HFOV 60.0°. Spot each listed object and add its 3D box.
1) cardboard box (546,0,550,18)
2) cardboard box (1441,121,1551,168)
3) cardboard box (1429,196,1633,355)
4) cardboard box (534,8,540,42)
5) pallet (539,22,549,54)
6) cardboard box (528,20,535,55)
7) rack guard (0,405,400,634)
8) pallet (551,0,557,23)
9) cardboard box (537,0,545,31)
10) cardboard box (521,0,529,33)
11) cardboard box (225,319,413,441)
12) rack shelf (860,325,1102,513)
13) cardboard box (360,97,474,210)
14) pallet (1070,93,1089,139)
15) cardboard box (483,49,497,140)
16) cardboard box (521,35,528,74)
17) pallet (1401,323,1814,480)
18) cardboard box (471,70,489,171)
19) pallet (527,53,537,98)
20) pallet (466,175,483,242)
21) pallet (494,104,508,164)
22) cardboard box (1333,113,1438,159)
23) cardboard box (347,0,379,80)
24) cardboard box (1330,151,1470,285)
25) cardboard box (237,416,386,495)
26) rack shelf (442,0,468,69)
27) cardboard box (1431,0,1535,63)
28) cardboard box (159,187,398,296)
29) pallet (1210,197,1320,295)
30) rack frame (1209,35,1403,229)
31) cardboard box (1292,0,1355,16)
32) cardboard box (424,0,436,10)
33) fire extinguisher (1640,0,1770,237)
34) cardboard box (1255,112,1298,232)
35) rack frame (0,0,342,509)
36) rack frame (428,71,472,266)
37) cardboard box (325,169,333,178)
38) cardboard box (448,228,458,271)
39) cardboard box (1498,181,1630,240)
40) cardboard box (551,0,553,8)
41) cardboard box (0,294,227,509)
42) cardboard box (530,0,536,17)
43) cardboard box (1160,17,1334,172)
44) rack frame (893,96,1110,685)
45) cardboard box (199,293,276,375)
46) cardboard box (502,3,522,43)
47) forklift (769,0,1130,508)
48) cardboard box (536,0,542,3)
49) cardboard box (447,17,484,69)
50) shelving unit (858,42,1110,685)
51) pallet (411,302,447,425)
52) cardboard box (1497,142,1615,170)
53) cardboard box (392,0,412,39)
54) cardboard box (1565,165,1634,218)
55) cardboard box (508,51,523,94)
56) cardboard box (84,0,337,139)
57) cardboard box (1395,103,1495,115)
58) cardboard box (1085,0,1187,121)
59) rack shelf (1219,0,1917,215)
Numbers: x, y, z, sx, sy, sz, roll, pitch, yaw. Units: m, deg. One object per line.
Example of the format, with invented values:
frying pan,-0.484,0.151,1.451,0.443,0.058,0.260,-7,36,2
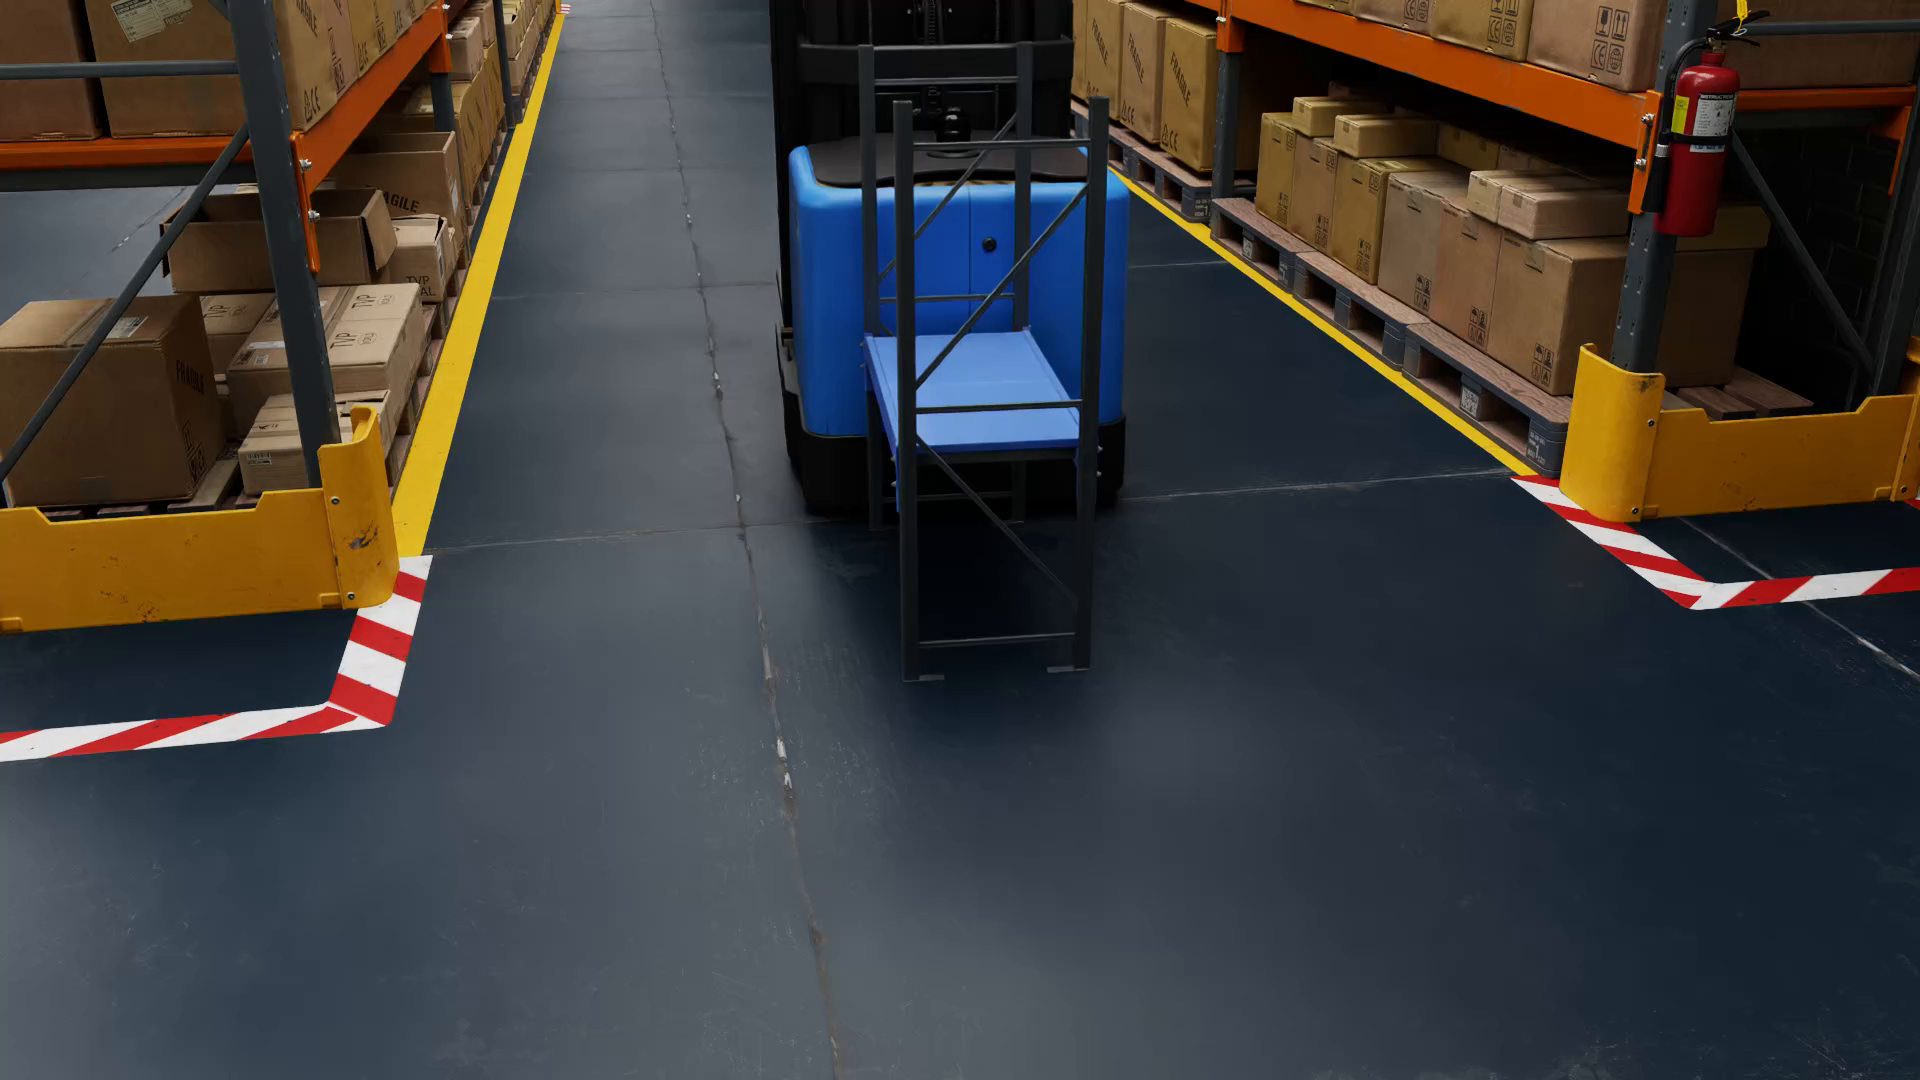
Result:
cardboard box,-4.429,-5.429,16.843,0.500,0.250,0.500,-4,24,-10
cardboard box,2.330,-1.722,7.232,0.380,0.149,0.250,-5,24,-11
cardboard box,2.300,-1.057,6.522,0.700,0.500,0.500,-4,24,-10
cardboard box,-4.105,-4.688,15.148,0.500,0.250,0.500,-5,24,-10
pallet,-4.572,-4.936,16.287,1.003,0.211,1.213,-4,24,-10
cardboard box,-3.918,-4.288,14.231,0.500,0.250,0.500,-4,24,-9
rack guard,-2.261,-0.062,4.767,1.175,0.500,0.348,-4,24,-10
pallet,-5.023,-5.895,18.485,1.003,0.211,1.213,-4,24,-10
cardboard box,-4.254,-5.035,15.941,0.500,0.250,0.500,-4,24,-10
cardboard box,-3.828,-4.350,13.673,0.500,0.311,0.500,-5,24,-10
cardboard box,-2.161,-0.551,5.649,0.500,0.250,0.500,-4,24,-10
rack shelf,0.028,-0.363,4.657,0.538,0.185,1.000,-3,24,-7
cardboard box,-2.837,-2.015,8.690,0.500,0.500,0.500,-5,24,-12
pallet,1.213,-3.099,12.081,1.003,0.211,1.213,-4,24,-10
cardboard box,-3.227,-2.826,10.547,0.500,0.500,0.500,-5,24,-12
cardboard box,-3.731,-3.886,13.311,0.500,0.250,0.500,-5,24,-11
pallet,2.396,-0.576,6.306,1.003,0.211,1.213,-4,24,-10
cardboard box,-3.031,-2.421,9.620,0.500,0.500,0.500,-4,24,-9
pallet,-4.062,-3.852,13.806,1.003,0.211,1.213,-4,24,-10
pallet,-3.174,-1.790,9.085,1.003,0.211,1.213,-4,24,-10
pallet,-3.626,-2.750,11.283,1.003,0.211,1.213,-4,24,-10
cardboard box,1.899,-1.808,7.430,0.380,0.149,0.250,-5,24,-11
cardboard box,-2.261,-1.818,5.539,0.500,0.500,0.500,-4,24,-10
cardboard box,2.101,-1.464,7.453,0.700,0.500,0.500,-4,24,-9
cardboard box,-1.987,-0.263,5.116,0.380,0.149,0.250,-4,24,-10
rack shelf,-3.357,-3.208,9.746,1.077,0.370,4.000,-4,24,-10
cardboard box,2.371,-2.168,6.092,0.980,0.700,0.700,-4,24,-10
cardboard box,-2.634,-1.070,6.521,0.797,0.503,0.637,-4,24,-10
pallet,1.945,-1.536,8.504,1.003,0.211,1.213,-4,24,-10
rack frame,1.881,-3.119,8.644,1.000,3.000,0.127,-4,24,-10
cardboard box,2.095,-2.754,7.434,0.980,0.700,0.700,-5,24,-11
cardboard box,-2.642,-2.619,7.374,0.500,0.500,0.500,-4,24,-9
fire extinguisher,2.195,-1.246,4.917,0.296,0.674,0.183,-4,24,-10
cardboard box,1.918,-1.864,8.369,0.700,0.500,0.500,-4,24,-9
rack frame,-2.247,-1.178,4.198,1.000,3.000,0.127,-4,24,-10
rack frame,-2.987,-2.751,7.801,1.000,3.000,0.127,-4,24,-10
cardboard box,-3.360,-1.980,8.609,0.500,0.500,0.500,-4,24,-10
cardboard box,-2.474,-1.300,7.491,0.380,0.149,0.250,-4,24,-10
cardboard box,2.190,-1.195,6.026,0.380,0.149,0.250,-5,24,-10
cardboard box,-4.618,-5.822,17.743,0.500,0.250,0.500,-4,24,-10
cardboard box,-2.590,-0.429,5.059,0.500,0.500,0.500,-4,24,-10
cardboard box,-4.007,-4.745,14.576,0.500,0.311,0.500,-4,24,-8
cardboard box,1.633,-2.572,9.553,0.750,0.750,0.750,-4,24,-9
rack frame,0.096,-0.326,4.123,0.500,1.500,0.032,-3,24,-7
cardboard box,-2.736,-0.691,5.969,0.500,0.250,0.500,-4,24,-10
cardboard box,-3.640,-3.947,12.750,0.500,0.311,0.500,-5,24,-11
forklift,-0.171,-2.002,6.173,1.130,2.935,3.031,-3,24,-7
cardboard box,-4.244,-5.379,15.793,0.500,0.500,0.500,-4,24,-10
cardboard box,-3.115,-2.950,9.892,0.500,0.250,0.500,-5,24,-11
shelving unit,0.028,-0.528,4.585,0.538,1.500,1.048,-3,24,-7
pallet,-2.632,-0.722,6.639,1.003,0.211,1.213,-4,24,-10
cardboard box,2.424,-1.521,6.773,0.380,0.149,0.250,-4,24,-9
cardboard box,-2.448,-2.215,6.448,0.500,0.500,0.500,-4,24,-9
cardboard box,2.518,-1.323,6.319,0.380,0.149,0.250,-4,24,-10
cardboard box,-3.535,-3.484,12.391,0.500,0.250,0.500,-4,24,-10
cardboard box,-2.070,-1.417,4.623,0.500,0.500,0.500,-4,24,-9
cardboard box,2.235,-1.922,7.692,0.380,0.149,0.250,-5,24,-11
cardboard box,1.304,-3.256,11.118,0.750,0.750,0.750,-4,24,-10
rack shelf,2.251,-2.003,6.986,1.077,0.370,4.000,-4,24,-10
